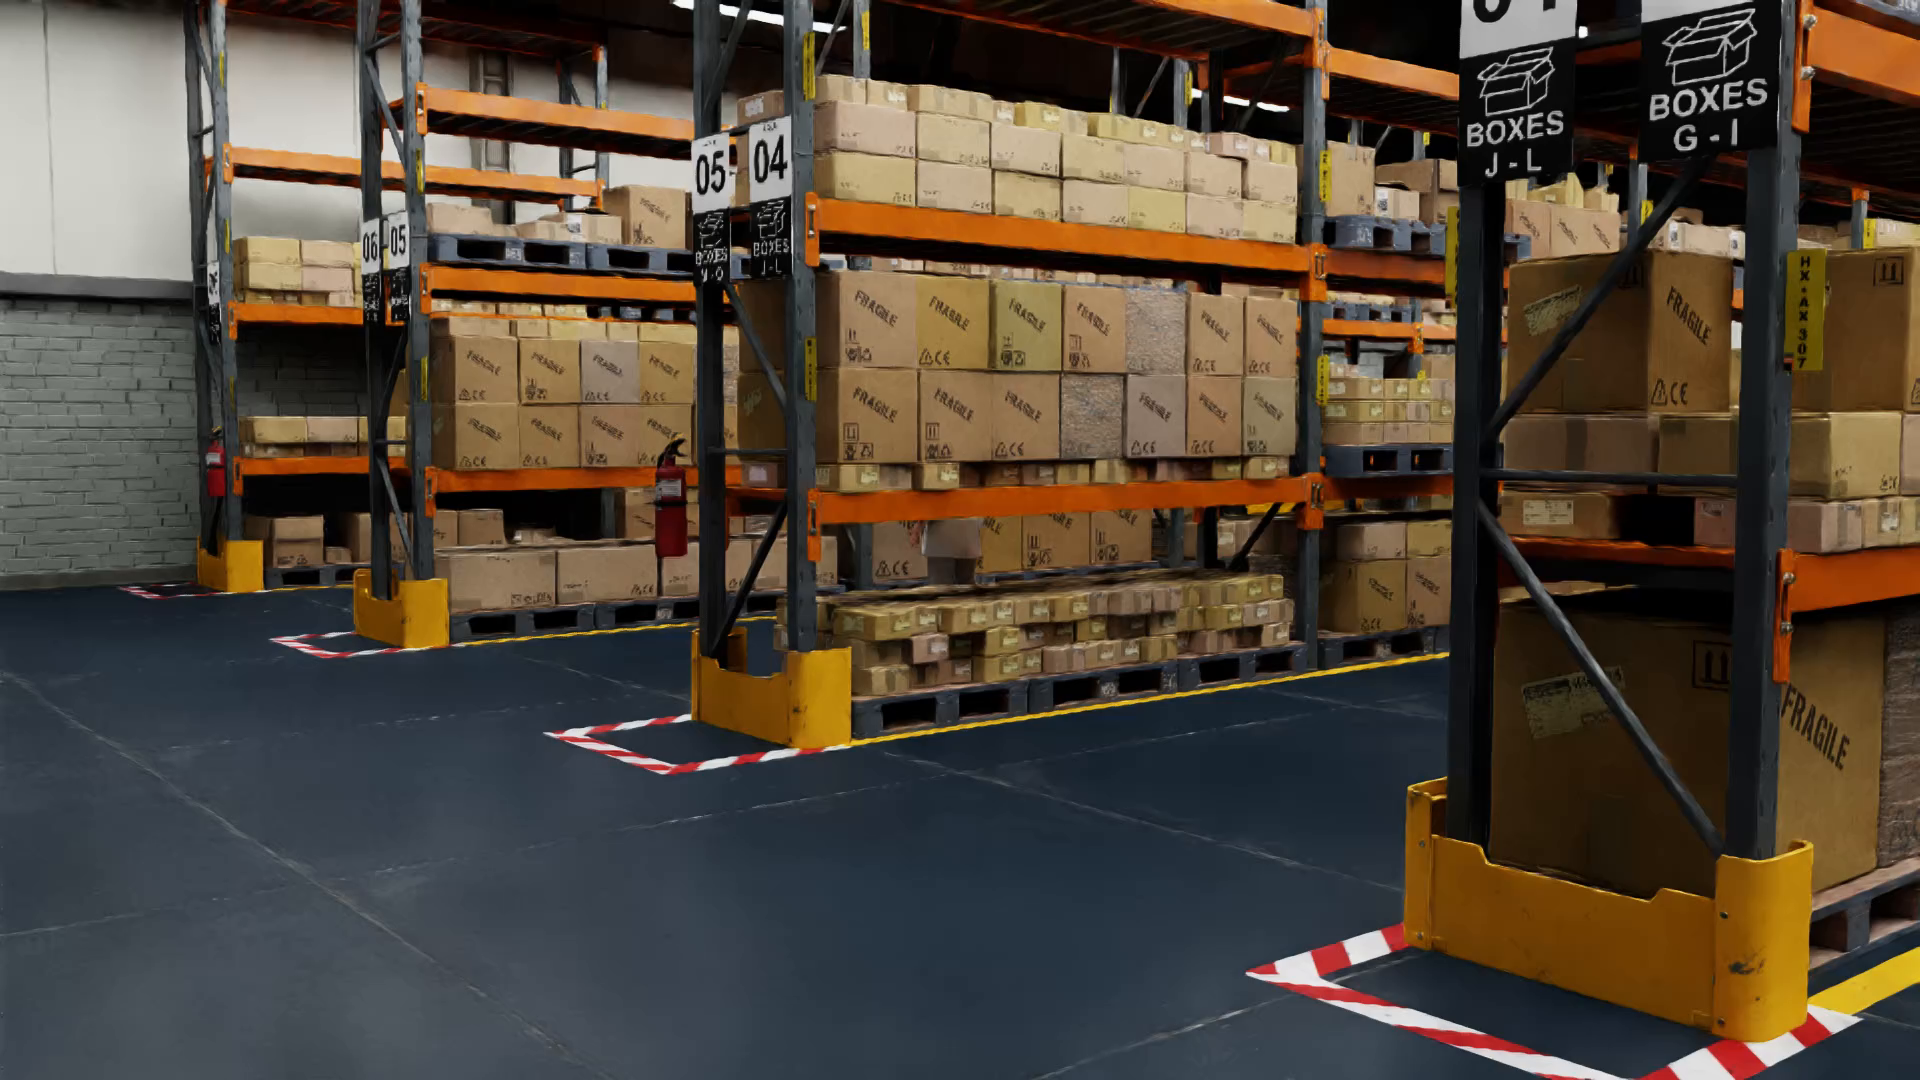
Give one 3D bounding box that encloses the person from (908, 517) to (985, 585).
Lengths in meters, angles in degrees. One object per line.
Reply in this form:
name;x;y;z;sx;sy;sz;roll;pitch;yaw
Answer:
person;-0.088;-0.084;11.646;0.431;1.792;0.695;3;5;35
